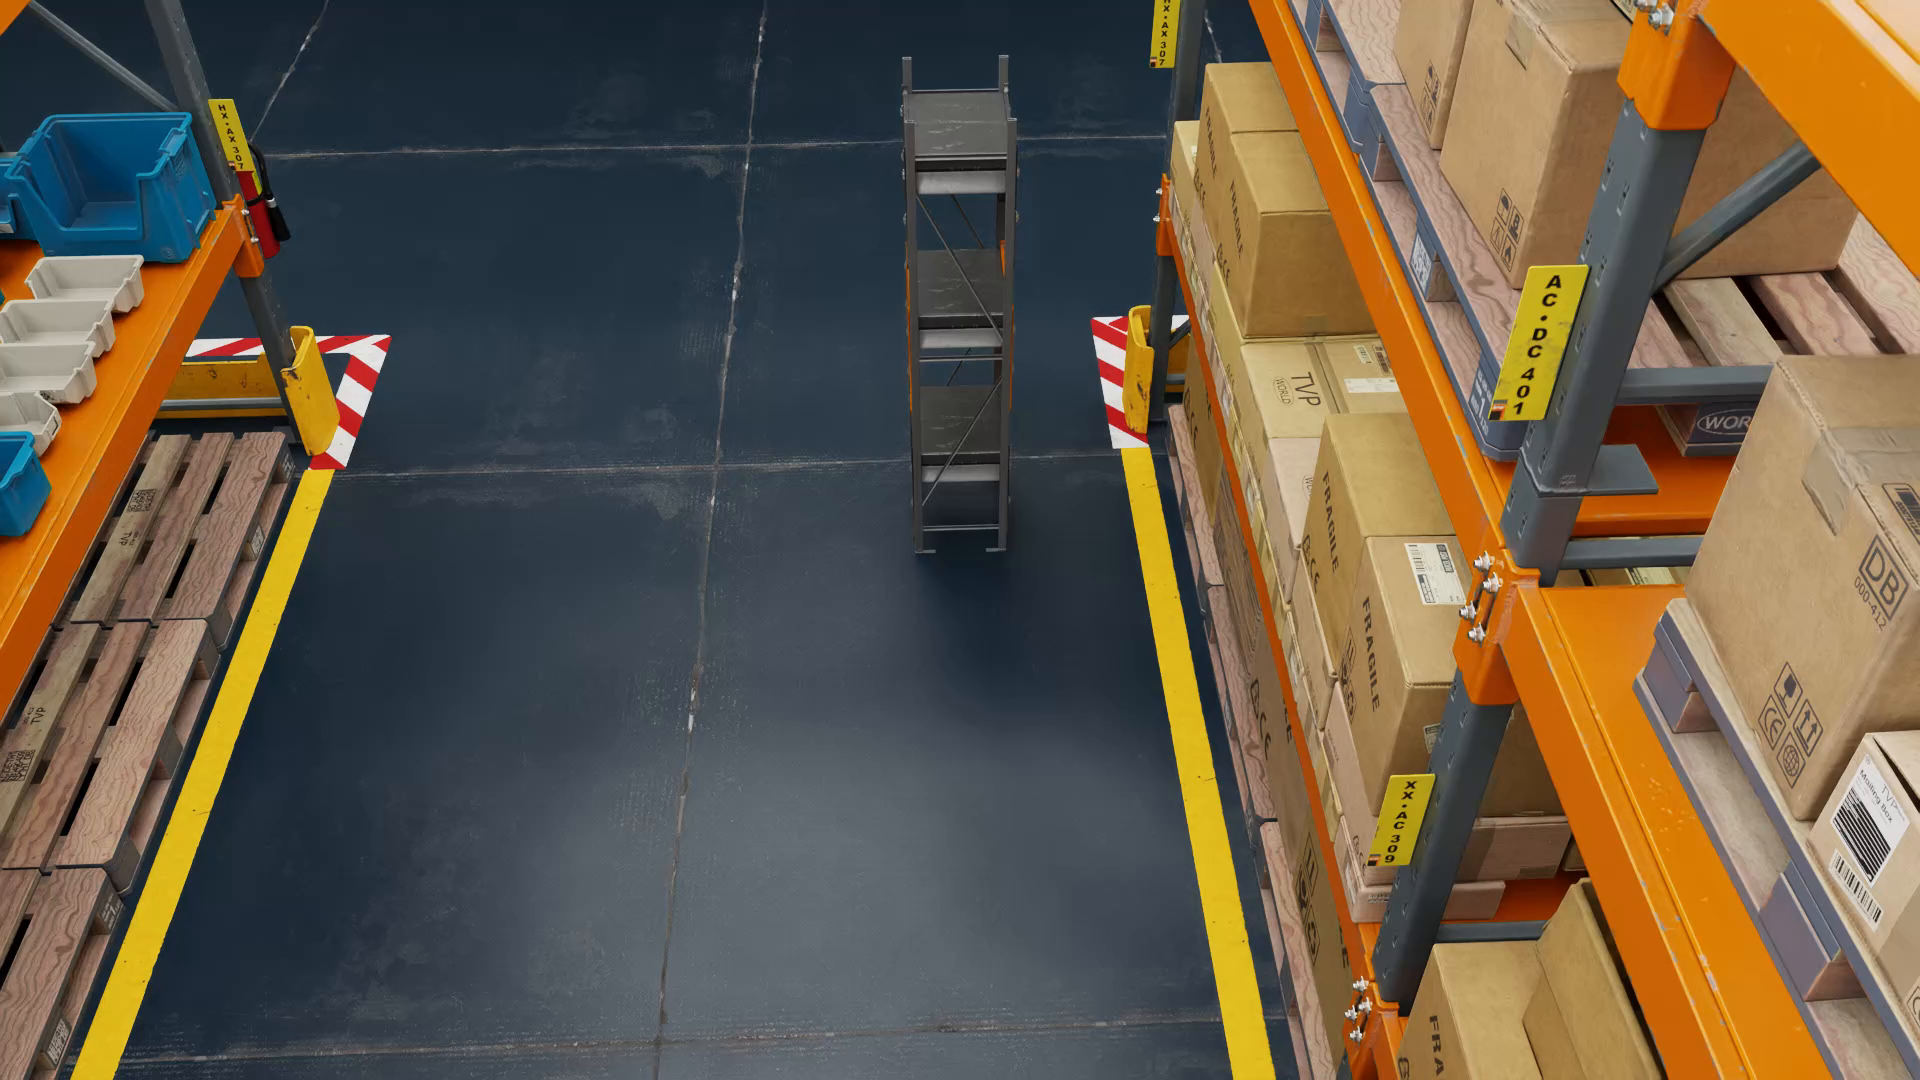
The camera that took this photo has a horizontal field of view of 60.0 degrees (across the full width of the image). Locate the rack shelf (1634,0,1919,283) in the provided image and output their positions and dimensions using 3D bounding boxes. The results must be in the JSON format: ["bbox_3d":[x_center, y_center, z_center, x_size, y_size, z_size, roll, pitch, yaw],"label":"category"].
[{"bbox_3d":[1.640,0.523,0.998,1.077,0.370,4.000,-2,43,-2],"label":"rack shelf"}]

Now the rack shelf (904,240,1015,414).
[{"bbox_3d":[-0.007,-0.876,6.821,0.431,0.518,0.480,-2,43,-2],"label":"rack shelf"}]

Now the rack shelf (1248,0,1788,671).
[{"bbox_3d":[1.470,-1.219,4.822,1.077,0.370,4.000,-2,43,-2],"label":"rack shelf"}]

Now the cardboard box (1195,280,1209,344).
[{"bbox_3d":[1.106,-0.865,6.310,0.380,0.149,0.250,-2,43,-2],"label":"cardboard box"}]

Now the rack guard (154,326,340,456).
[{"bbox_3d":[-3.577,-0.681,7.773,1.175,0.500,0.348,-2,43,-2],"label":"rack guard"}]

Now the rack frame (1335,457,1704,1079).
[{"bbox_3d":[1.555,0.971,4.120,1.000,3.000,0.127,-2,43,-2],"label":"rack frame"}]

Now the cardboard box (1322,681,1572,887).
[{"bbox_3d":[1.274,0.627,4.387,0.500,0.250,0.500,-2,43,-3],"label":"cardboard box"}]

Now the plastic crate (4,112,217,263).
[{"bbox_3d":[-3.362,-1.401,6.638,0.616,0.435,0.499,-2,43,-2],"label":"plastic crate"}]

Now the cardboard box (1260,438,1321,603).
[{"bbox_3d":[1.228,-0.067,5.144,0.500,0.250,0.500,-1,43,-1],"label":"cardboard box"}]

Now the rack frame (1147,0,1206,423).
[{"bbox_3d":[1.385,-1.729,7.066,1.000,3.000,0.127,-2,43,-2],"label":"rack frame"}]

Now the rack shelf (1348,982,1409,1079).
[{"bbox_3d":[1.640,2.587,2.890,1.077,0.370,4.000,-2,43,-2],"label":"rack shelf"}]

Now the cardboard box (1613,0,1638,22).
[{"bbox_3d":[1.522,-1.274,3.336,0.500,0.250,0.500,-4,43,-5],"label":"cardboard box"}]

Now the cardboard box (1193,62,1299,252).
[{"bbox_3d":[1.157,-1.390,6.033,0.500,0.500,0.500,-3,43,-3],"label":"cardboard box"}]

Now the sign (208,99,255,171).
[{"bbox_3d":[-3.014,-1.674,6.885,0.100,0.325,0.005,-2,43,-2],"label":"sign"}]

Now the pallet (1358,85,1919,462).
[{"bbox_3d":[1.531,-0.654,3.739,1.003,0.211,1.213,-2,43,-2],"label":"pallet"}]

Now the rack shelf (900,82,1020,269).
[{"bbox_3d":[-0.007,-1.392,6.348,0.431,0.518,0.480,-2,43,-2],"label":"rack shelf"}]

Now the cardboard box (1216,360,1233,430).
[{"bbox_3d":[1.128,-0.519,5.932,0.380,0.149,0.250,-2,43,-2],"label":"cardboard box"}]

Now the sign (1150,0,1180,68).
[{"bbox_3d":[0.831,-2.065,6.734,0.100,0.325,0.005,-2,43,-2],"label":"sign"}]

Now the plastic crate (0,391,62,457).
[{"bbox_3d":[-3.282,-0.384,5.749,0.298,0.136,0.250,-2,43,-2],"label":"plastic crate"}]

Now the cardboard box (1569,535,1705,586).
[{"bbox_3d":[1.790,0.310,4.177,0.500,0.500,0.500,-2,43,-2],"label":"cardboard box"}]

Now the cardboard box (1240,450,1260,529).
[{"bbox_3d":[1.150,-0.172,5.553,0.380,0.149,0.250,-1,43,-1],"label":"cardboard box"}]

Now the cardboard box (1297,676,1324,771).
[{"bbox_3d":[1.193,0.521,4.798,0.380,0.149,0.250,-2,43,-3],"label":"cardboard box"}]

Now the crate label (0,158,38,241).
[{"bbox_3d":[-3.882,-1.371,6.755,0.416,0.233,0.303,-2,43,-2],"label":"crate label"}]

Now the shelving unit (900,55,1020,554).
[{"bbox_3d":[-0.007,-0.886,6.812,0.431,2.100,0.503,-2,43,-2],"label":"shelving unit"}]

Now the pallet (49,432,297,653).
[{"bbox_3d":[-3.567,-0.001,7.245,1.003,0.211,1.213,-2,43,-2],"label":"pallet"}]

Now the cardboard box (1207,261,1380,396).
[{"bbox_3d":[1.182,-0.761,5.901,0.500,0.250,0.500,-3,43,-3],"label":"cardboard box"}]

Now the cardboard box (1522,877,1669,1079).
[{"bbox_3d":[1.591,0.996,3.277,0.797,0.503,0.637,-3,43,-3],"label":"cardboard box"}]

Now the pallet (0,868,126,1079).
[{"bbox_3d":[-3.463,1.646,5.447,1.003,0.211,1.213,-2,43,-2],"label":"pallet"}]

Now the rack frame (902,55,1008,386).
[{"bbox_3d":[-0.017,-1.051,6.992,0.400,2.100,0.015,-2,43,-2],"label":"rack frame"}]

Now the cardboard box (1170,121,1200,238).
[{"bbox_3d":[1.136,-1.451,6.654,0.500,0.250,0.500,-3,43,-3],"label":"cardboard box"}]

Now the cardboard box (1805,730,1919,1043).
[{"bbox_3d":[1.512,0.487,2.184,0.500,0.311,0.500,-3,43,-3],"label":"cardboard box"}]

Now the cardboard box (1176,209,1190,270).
[{"bbox_3d":[1.083,-1.214,6.690,0.380,0.149,0.250,-2,43,-2],"label":"cardboard box"}]

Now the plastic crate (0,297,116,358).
[{"bbox_3d":[-3.350,-0.770,6.171,0.396,0.136,0.243,-2,43,-2],"label":"plastic crate"}]

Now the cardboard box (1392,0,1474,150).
[{"bbox_3d":[1.444,-1.253,3.868,0.700,0.500,0.500,0,43,0],"label":"cardboard box"}]

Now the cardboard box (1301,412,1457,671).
[{"bbox_3d":[1.251,0.000,4.516,0.500,0.500,0.500,-1,43,-1],"label":"cardboard box"}]

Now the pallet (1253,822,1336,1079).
[{"bbox_3d":[1.601,1.484,5.625,1.003,0.211,1.213,-2,43,-2],"label":"pallet"}]

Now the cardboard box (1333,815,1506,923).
[{"bbox_3d":[1.215,0.868,4.419,0.380,0.149,0.250,-1,43,-2],"label":"cardboard box"}]

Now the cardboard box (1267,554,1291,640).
[{"bbox_3d":[1.171,0.173,5.177,0.380,0.149,0.250,-1,43,-1],"label":"cardboard box"}]

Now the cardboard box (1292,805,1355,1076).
[{"bbox_3d":[1.607,1.152,5.185,0.875,0.875,0.875,-2,43,-2],"label":"cardboard box"}]

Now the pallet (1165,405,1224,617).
[{"bbox_3d":[1.497,-0.163,7.422,1.003,0.211,1.213,-2,43,-2],"label":"pallet"}]

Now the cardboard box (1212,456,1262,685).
[{"bbox_3d":[1.531,-0.056,6.503,0.875,0.875,0.875,-2,43,-2],"label":"cardboard box"}]
